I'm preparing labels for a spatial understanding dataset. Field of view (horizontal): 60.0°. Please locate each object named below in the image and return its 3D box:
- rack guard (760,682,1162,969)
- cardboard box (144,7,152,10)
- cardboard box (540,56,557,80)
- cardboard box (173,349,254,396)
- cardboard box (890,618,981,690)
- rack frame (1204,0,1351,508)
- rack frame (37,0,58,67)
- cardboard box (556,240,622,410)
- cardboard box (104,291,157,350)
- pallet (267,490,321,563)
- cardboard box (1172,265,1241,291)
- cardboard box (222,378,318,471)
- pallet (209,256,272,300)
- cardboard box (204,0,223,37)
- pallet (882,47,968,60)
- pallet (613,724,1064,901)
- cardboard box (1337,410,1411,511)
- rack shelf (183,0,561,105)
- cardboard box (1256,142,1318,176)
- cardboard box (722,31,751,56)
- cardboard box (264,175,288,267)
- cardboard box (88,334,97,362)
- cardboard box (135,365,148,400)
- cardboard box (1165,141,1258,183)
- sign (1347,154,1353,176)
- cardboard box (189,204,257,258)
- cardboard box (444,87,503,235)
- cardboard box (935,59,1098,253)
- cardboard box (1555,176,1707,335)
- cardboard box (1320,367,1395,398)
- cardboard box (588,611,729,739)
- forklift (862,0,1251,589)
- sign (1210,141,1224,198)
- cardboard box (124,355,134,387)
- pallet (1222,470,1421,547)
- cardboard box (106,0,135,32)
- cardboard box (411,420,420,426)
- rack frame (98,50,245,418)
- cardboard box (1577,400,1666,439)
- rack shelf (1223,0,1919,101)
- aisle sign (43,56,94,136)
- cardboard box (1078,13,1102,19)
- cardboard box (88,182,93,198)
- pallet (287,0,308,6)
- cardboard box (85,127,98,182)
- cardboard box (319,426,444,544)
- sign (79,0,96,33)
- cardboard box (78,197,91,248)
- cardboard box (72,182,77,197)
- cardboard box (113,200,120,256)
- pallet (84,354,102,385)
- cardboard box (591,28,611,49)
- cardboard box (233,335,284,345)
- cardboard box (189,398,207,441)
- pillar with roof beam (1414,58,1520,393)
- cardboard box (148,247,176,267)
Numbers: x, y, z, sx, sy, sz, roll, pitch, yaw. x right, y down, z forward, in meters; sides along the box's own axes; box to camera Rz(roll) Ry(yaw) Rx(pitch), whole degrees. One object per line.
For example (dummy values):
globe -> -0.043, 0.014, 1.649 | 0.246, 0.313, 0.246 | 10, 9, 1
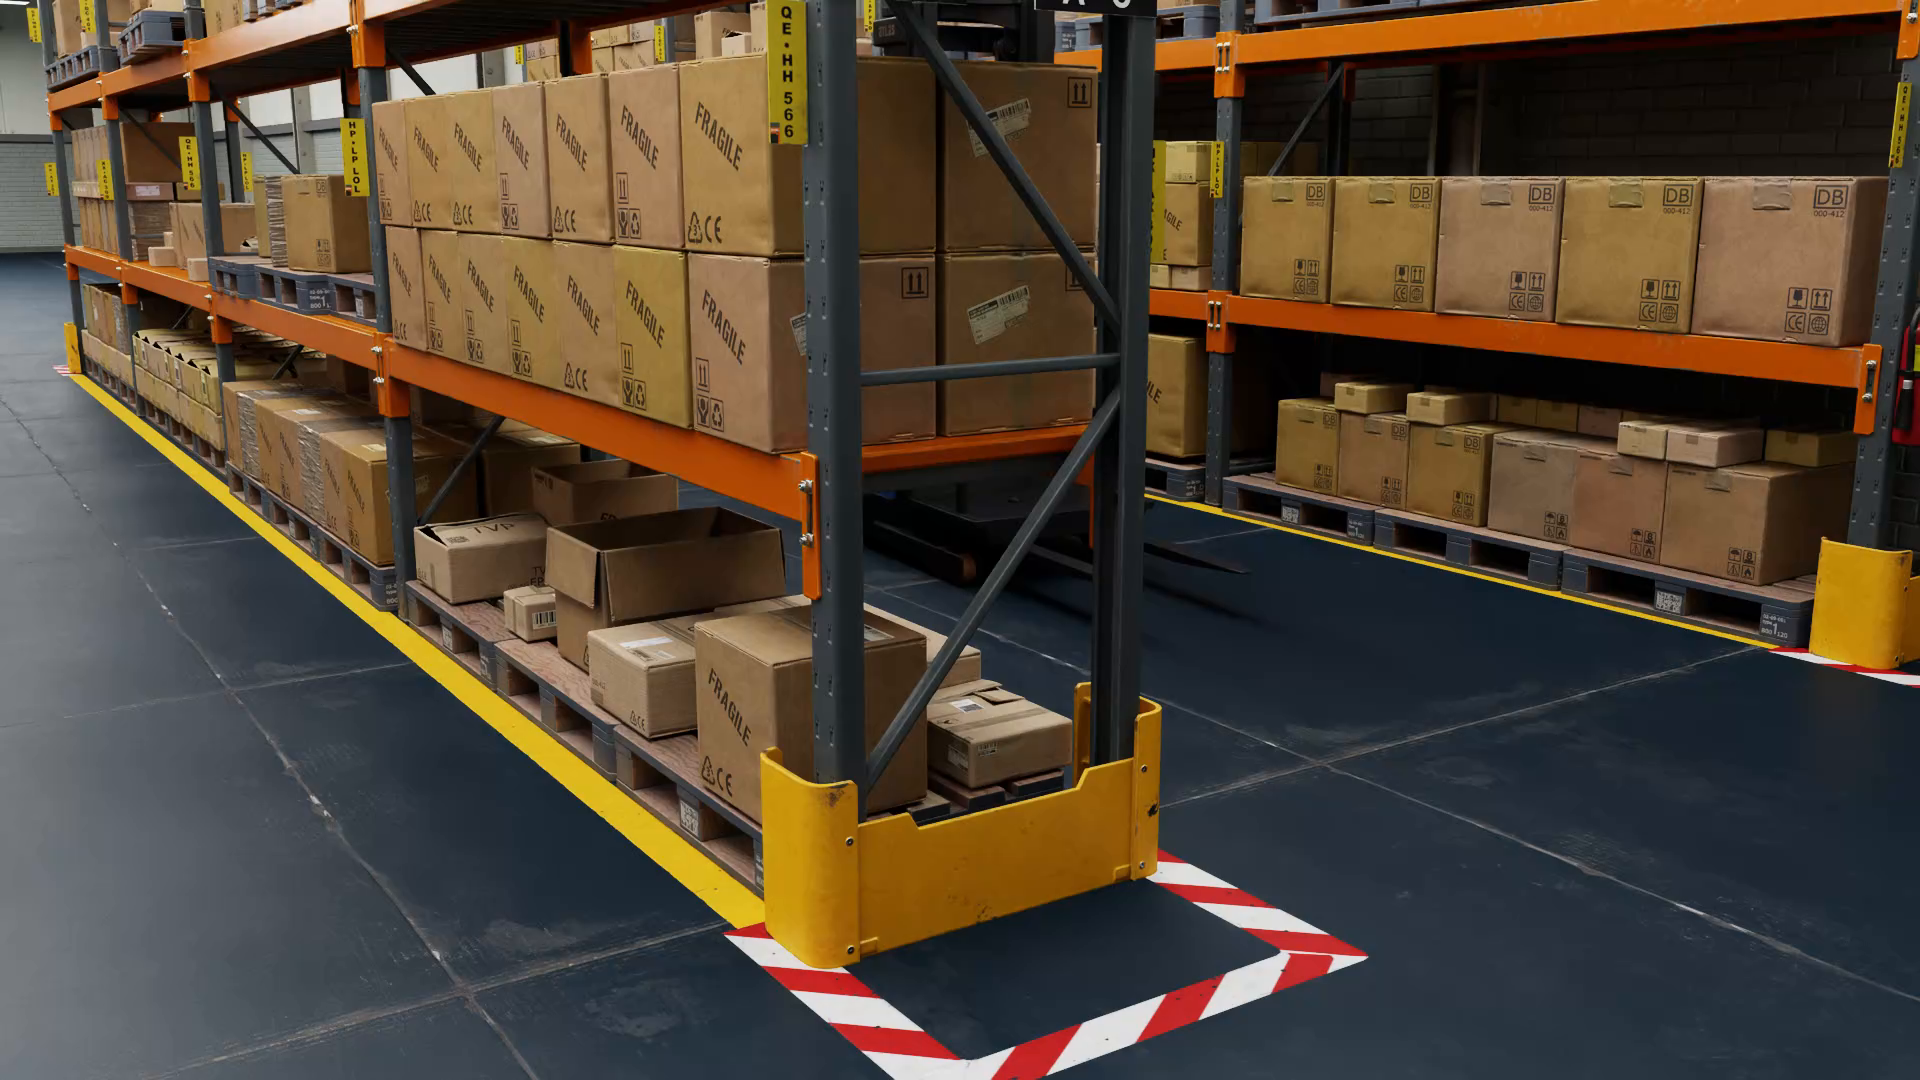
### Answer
rack guard -> 0.026, 0.770, 4.671 | 1.175, 0.500, 0.348 | -8, 15, -33
cardboard box -> -5.940, -3.961, 12.800 | 0.500, 0.250, 0.500 | -10, 16, -38
cardboard box -> -4.430, -5.205, 18.842 | 0.500, 0.500, 0.500 | -7, 14, -29
cardboard box -> -5.430, -1.242, 12.161 | 0.500, 0.311, 0.500 | -8, 15, -33
cardboard box -> -0.274, 0.471, 5.591 | 0.500, 0.250, 0.500 | -8, 15, -33
rack frame -> 1.974, -1.736, 10.279 | 1.000, 3.000, 0.127 | -8, 15, -33
rack frame -> -8.796, -6.214, 16.713 | 1.000, 3.000, 0.127 | -8, 15, -33
cardboard box -> -0.969, -0.715, 5.377 | 0.500, 0.500, 0.500 | -8, 15, -32
cardboard box -> -7.567, -2.035, 15.346 | 0.500, 0.500, 0.500 | -8, 15, -33
pallet -> -3.310, -0.144, 9.527 | 1.003, 0.211, 1.213 | -8, 15, -33
cardboard box -> 1.551, -1.650, 10.425 | 0.380, 0.149, 0.250 | -8, 15, -32
cardboard box -> -4.350, -0.739, 10.543 | 0.500, 0.500, 0.500 | -7, 14, -30
pallet -> -3.930, -1.654, 10.355 | 1.213, 0.211, 1.003 | -8, 15, -33
cardboard box -> -4.094, -3.301, 10.180 | 0.910, 0.500, 0.500 | -8, 15, -33
pallet -> 0.159, -3.712, 12.737 | 1.213, 0.211, 1.003 | -7, 14, -30
pallet -> -0.416, 0.770, 5.349 | 1.003, 0.211, 1.213 | -8, 15, -33
cardboard box -> 2.579, -0.485, 9.427 | 0.700, 0.500, 0.500 | -8, 15, -33
rack shelf -> -3.256, -2.619, 8.978 | 1.077, 0.370, 4.000 | -8, 15, -33
cardboard box -> 1.936, -2.419, 10.669 | 0.500, 0.250, 0.500 | -8, 14, -31
cardboard box -> -1.881, -4.570, 15.441 | 0.500, 0.311, 0.500 | -8, 14, -31
cardboard box -> -3.574, -1.830, 9.494 | 0.700, 0.500, 0.500 | -5, 13, -22
cardboard box -> -8.404, -1.935, 16.642 | 0.500, 0.250, 0.500 | -8, 15, -33
cardboard box -> -6.563, -1.333, 13.888 | 0.500, 0.250, 0.500 | -9, 15, -34
cardboard box -> 1.502, -2.359, 10.396 | 0.500, 0.250, 0.500 | -8, 14, -31
sign -> 2.435, -2.264, 10.480 | 0.100, 0.325, 0.005 | -8, 15, -33
cardboard box -> -5.307, -2.206, 12.193 | 0.500, 0.500, 0.500 | -9, 15, -36
cardboard box -> -1.550, -1.386, 6.104 | 0.500, 0.500, 0.500 | -9, 15, -34
cardboard box -> 0.042, -1.085, 4.728 | 0.500, 0.500, 0.500 | -8, 14, -31
cardboard box -> 3.487, -1.389, 7.989 | 0.980, 0.700, 0.700 | -8, 15, -33
cardboard box -> 2.388, -0.941, 9.994 | 0.380, 0.149, 0.250 | -8, 15, -33
cardboard box -> -0.939, 0.451, 5.686 | 0.500, 0.250, 0.500 | -8, 15, -33
forklift -> 0.308, -1.316, 8.518 | 1.130, 2.935, 3.031 | -7, 14, -29
sign -> 1.528, -2.197, 9.862 | 0.100, 0.325, 0.005 | -8, 15, -33
cardboard box -> -7.019, -1.490, 14.609 | 0.500, 0.250, 0.500 | -8, 15, -33
pallet -> 2.330, -0.229, 9.916 | 1.003, 0.211, 1.213 | -8, 15, -33
cardboard box -> -7.388, -4.669, 15.117 | 0.797, 0.503, 0.637 | -6, 14, -27
cardboard box -> -2.788, -0.441, 9.178 | 0.500, 0.500, 0.500 | -8, 15, -32
rack frame -> -6.580, -2.572, 14.101 | 1.000, 3.000, 0.127 | -8, 15, -33
cardboard box -> 3.394, -0.619, 8.522 | 0.380, 0.149, 0.250 | -8, 15, -32
rack shelf -> 3.082, -2.494, 8.409 | 1.077, 0.370, 4.000 | -8, 15, -33
aisle sign -> -9.088, -4.529, 16.964 | 0.394, 0.787, 0.004 | -8, 15, -33
cardboard box -> 1.216, -3.726, 11.094 | 0.700, 0.500, 0.500 | -8, 15, -34
cardboard box -> -8.043, -3.325, 15.792 | 0.380, 0.149, 0.250 | -8, 15, -33
pallet -> -2.451, -2.647, 7.863 | 1.213, 0.211, 1.003 | -8, 15, -33
cardboard box -> -7.943, -3.689, 15.941 | 0.700, 0.500, 0.500 | -8, 15, -33
cardboard box -> -2.927, -0.286, 8.468 | 0.500, 0.500, 0.500 | -8, 15, -33
sign -> -7.041, -4.262, 13.415 | 0.100, 0.325, 0.005 | -8, 15, -33
cardboard box -> -8.548, -3.248, 16.957 | 0.700, 0.500, 0.500 | -8, 15, -33
cardboard box -> -8.758, -3.554, 16.838 | 0.380, 0.149, 0.250 | -8, 15, -33
cardboard box -> -7.129, -2.792, 14.873 | 0.700, 0.500, 0.500 | -8, 15, -33
pallet -> -8.338, -1.790, 17.053 | 1.003, 0.211, 1.213 | -8, 15, -33
cardboard box -> -3.572, -5.416, 17.465 | 0.500, 0.500, 0.500 | -9, 15, -35
cardboard box -> -5.549, -1.489, 13.289 | 0.500, 0.311, 0.500 | -8, 15, -33
cardboard box -> -5.147, -0.878, 11.810 | 0.500, 0.250, 0.500 | -8, 15, -33
pillar with roof beam -> -0.502, -4.135, 7.207 | 9.100, 9.000, 0.400 | -8, 15, -33
cardboard box -> -6.259, -2.267, 13.296 | 0.380, 0.149, 0.250 | -8, 15, -33
